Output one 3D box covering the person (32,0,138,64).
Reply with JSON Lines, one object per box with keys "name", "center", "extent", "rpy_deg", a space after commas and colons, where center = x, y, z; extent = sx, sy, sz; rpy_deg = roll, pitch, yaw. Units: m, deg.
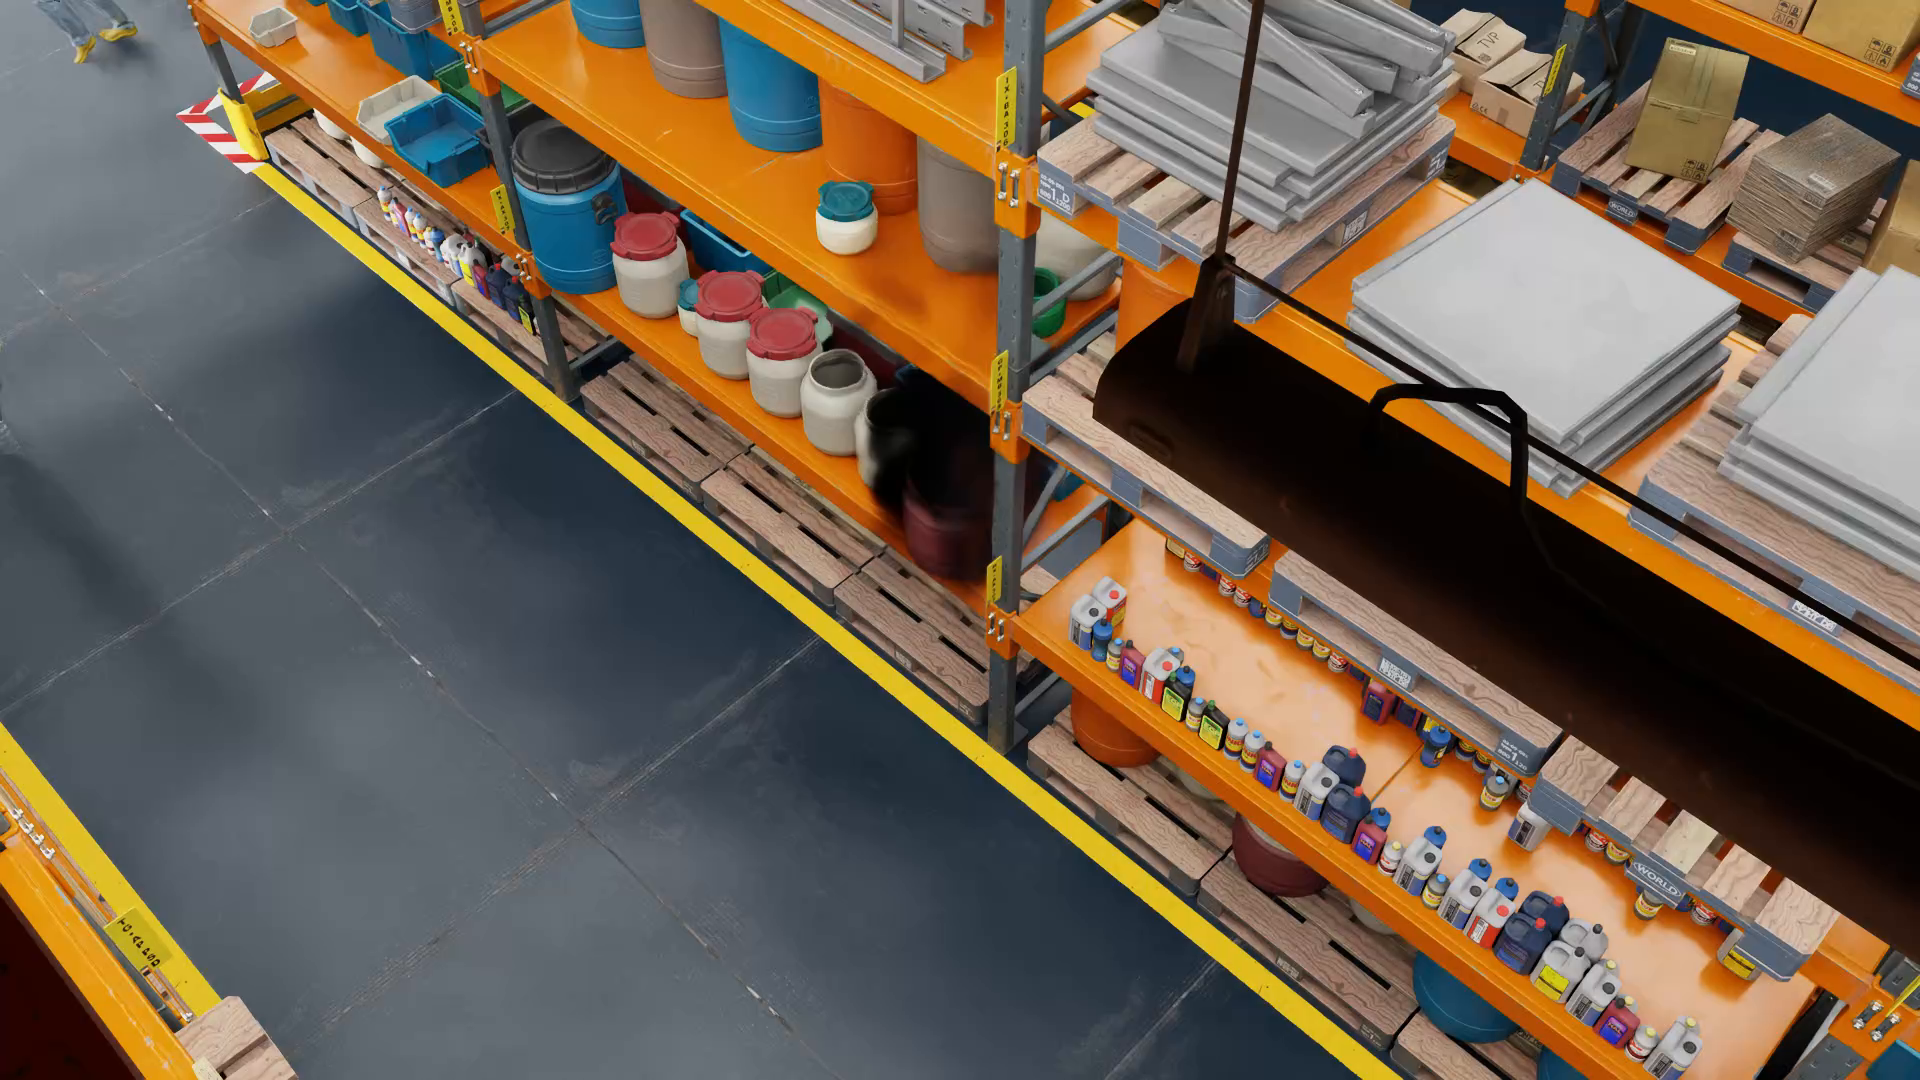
{"name": "person", "center": [-7.167, -4.603, 13.127], "extent": [0.736, 1.830, 0.722], "rpy_deg": [-11, 51, -9]}
